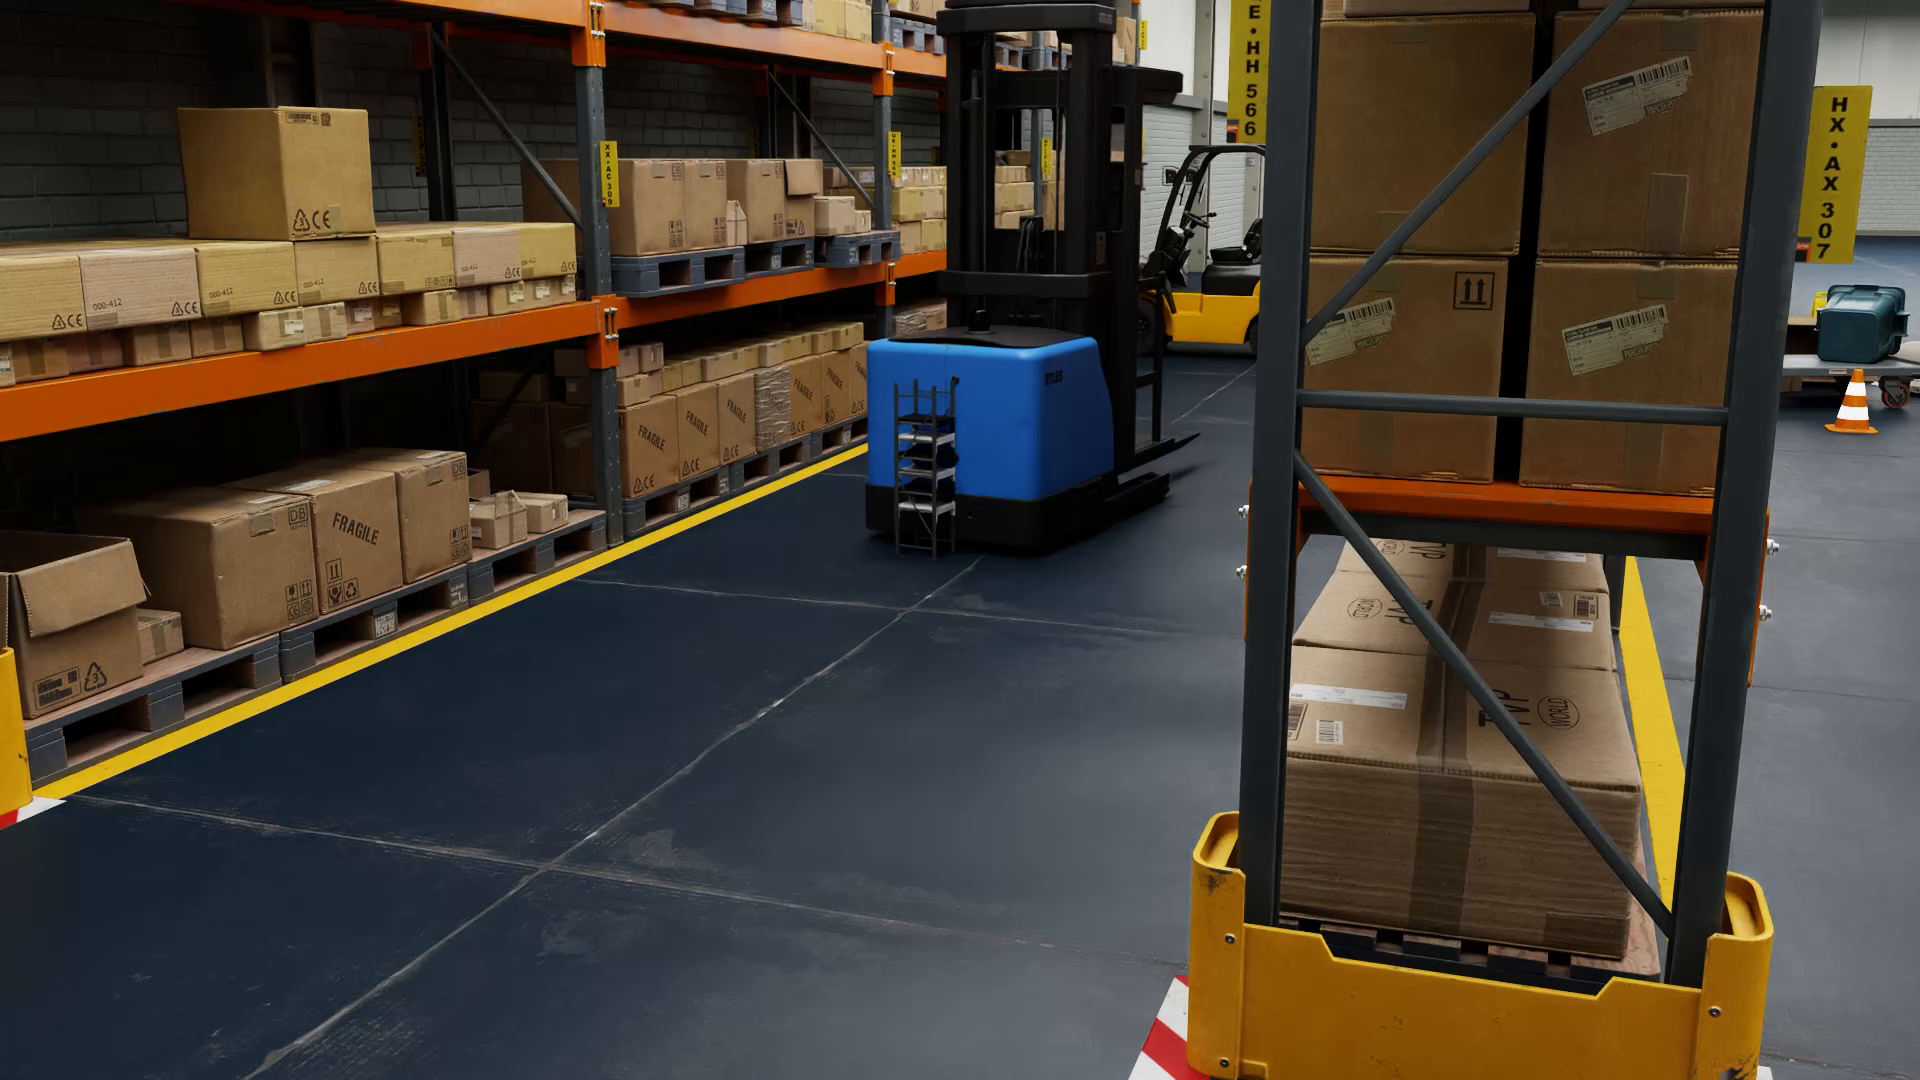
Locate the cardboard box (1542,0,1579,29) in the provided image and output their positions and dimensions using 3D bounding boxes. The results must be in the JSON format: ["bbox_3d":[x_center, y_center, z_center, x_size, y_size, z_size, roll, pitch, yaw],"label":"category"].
[{"bbox_3d":[1.509,-1.232,3.717,0.380,0.149,0.250,5,14,20],"label":"cardboard box"}]

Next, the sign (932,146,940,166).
[{"bbox_3d":[-0.226,-3.648,16.108,0.100,0.325,0.005,4,14,18],"label":"sign"}]

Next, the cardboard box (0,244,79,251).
[{"bbox_3d":[-3.517,-0.918,5.937,0.500,0.250,0.500,4,14,19],"label":"cardboard box"}]

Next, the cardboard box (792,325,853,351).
[{"bbox_3d":[-0.974,-1.426,11.712,0.380,0.149,0.250,4,13,15],"label":"cardboard box"}]

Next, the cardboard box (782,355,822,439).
[{"bbox_3d":[-1.267,-0.972,11.181,0.500,0.500,0.500,5,14,21],"label":"cardboard box"}]

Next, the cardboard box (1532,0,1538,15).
[{"bbox_3d":[1.377,-1.423,4.552,0.380,0.149,0.250,4,14,18],"label":"cardboard box"}]

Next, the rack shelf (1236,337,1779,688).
[{"bbox_3d":[1.762,-0.335,5.332,1.077,0.370,4.000,4,14,18],"label":"rack shelf"}]

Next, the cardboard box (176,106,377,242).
[{"bbox_3d":[-2.696,-1.451,6.587,0.500,0.500,0.500,5,14,20],"label":"cardboard box"}]

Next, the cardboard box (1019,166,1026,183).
[{"bbox_3d":[0.399,-3.425,15.571,0.380,0.149,0.250,5,14,20],"label":"cardboard box"}]

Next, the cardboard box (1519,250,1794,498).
[{"bbox_3d":[1.542,-0.394,3.749,0.500,0.500,0.500,4,14,18],"label":"cardboard box"}]

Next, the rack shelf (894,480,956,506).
[{"bbox_3d":[-0.181,-0.243,8.585,0.258,0.077,0.200,7,14,27],"label":"rack shelf"}]

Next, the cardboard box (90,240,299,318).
[{"bbox_3d":[-2.857,-0.983,6.221,0.500,0.250,0.500,4,13,17],"label":"cardboard box"}]

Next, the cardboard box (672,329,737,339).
[{"bbox_3d":[-1.750,-1.358,11.413,0.380,0.149,0.250,4,13,16],"label":"cardboard box"}]

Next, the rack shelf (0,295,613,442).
[{"bbox_3d":[-2.936,-0.692,6.895,1.077,0.370,4.000,4,14,18],"label":"rack shelf"}]

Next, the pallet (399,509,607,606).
[{"bbox_3d":[-2.512,0.040,8.337,1.003,0.211,1.213,4,14,18],"label":"pallet"}]

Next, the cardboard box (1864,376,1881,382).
[{"bbox_3d":[8.527,-1.618,15.480,0.396,0.266,0.258,7,15,28],"label":"cardboard box"}]

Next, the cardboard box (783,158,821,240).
[{"bbox_3d":[-1.348,-2.204,10.727,0.797,0.503,0.637,4,13,17],"label":"cardboard box"}]

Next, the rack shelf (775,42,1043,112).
[{"bbox_3d":[-0.347,-3.839,13.941,1.077,0.370,4.000,4,14,18],"label":"rack shelf"}]

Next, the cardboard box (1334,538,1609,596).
[{"bbox_3d":[1.815,0.250,5.964,0.875,0.438,0.875,4,13,17],"label":"cardboard box"}]

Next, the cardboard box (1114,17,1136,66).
[{"bbox_3d":[1.681,-5.644,18.842,0.500,0.500,0.500,5,14,20],"label":"cardboard box"}]

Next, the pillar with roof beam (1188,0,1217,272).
[{"bbox_3d":[8.472,-9.050,28.416,9.100,9.000,0.400,4,14,18],"label":"pillar with roof beam"}]

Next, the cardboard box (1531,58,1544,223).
[{"bbox_3d":[1.860,-1.100,4.594,0.500,0.500,0.500,4,14,18],"label":"cardboard box"}]

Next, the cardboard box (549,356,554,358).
[{"bbox_3d":[-2.234,-1.028,9.965,0.380,0.149,0.250,4,13,16],"label":"cardboard box"}]

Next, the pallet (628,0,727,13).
[{"bbox_3d":[-2.011,-2.967,8.926,1.213,0.211,1.003,4,14,18],"label":"pallet"}]

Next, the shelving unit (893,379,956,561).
[{"bbox_3d":[-0.181,-0.363,8.558,0.258,0.900,0.210,7,14,27],"label":"shelving unit"}]

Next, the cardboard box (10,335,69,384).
[{"bbox_3d":[-3.178,-0.605,5.464,0.380,0.149,0.250,5,14,20],"label":"cardboard box"}]

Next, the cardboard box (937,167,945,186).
[{"bbox_3d":[-0.343,-2.940,13.446,0.380,0.149,0.250,5,14,19],"label":"cardboard box"}]

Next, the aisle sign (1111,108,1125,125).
[{"bbox_3d":[1.893,-5.250,19.408,0.394,0.787,0.004,4,14,18],"label":"aisle sign"}]

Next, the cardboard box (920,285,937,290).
[{"bbox_3d":[0.141,-2.084,15.772,0.875,0.625,0.625,5,14,21],"label":"cardboard box"}]

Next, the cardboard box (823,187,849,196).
[{"bbox_3d":[-1.112,-2.591,12.813,0.500,0.250,0.500,5,14,20],"label":"cardboard box"}]

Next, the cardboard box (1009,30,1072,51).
[{"bbox_3d":[0.799,-4.978,16.348,0.500,0.311,0.500,5,14,20],"label":"cardboard box"}]

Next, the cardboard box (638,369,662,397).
[{"bbox_3d":[-1.904,-0.886,9.346,0.380,0.149,0.250,4,13,17],"label":"cardboard box"}]

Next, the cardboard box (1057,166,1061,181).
[{"bbox_3d":[0.792,-3.673,16.656,0.380,0.149,0.250,4,14,18],"label":"cardboard box"}]

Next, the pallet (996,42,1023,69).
[{"bbox_3d":[0.027,-4.331,14.909,0.805,0.209,1.217,4,13,16],"label":"pallet"}]

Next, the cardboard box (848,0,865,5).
[{"bbox_3d":[-0.881,-3.798,11.585,0.380,0.149,0.250,5,14,20],"label":"cardboard box"}]

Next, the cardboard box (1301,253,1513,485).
[{"bbox_3d":[1.021,-0.434,3.925,0.500,0.500,0.500,4,14,19],"label":"cardboard box"}]

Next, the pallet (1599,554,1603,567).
[{"bbox_3d":[2.587,0.085,8.143,1.003,0.211,1.213,4,14,18],"label":"pallet"}]

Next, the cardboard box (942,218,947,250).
[{"bbox_3d":[-0.292,-2.523,13.638,0.500,0.250,0.500,4,13,17],"label":"cardboard box"}]

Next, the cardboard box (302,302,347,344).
[{"bbox_3d":[-2.687,-0.873,6.636,0.380,0.149,0.250,5,14,20],"label":"cardboard box"}]

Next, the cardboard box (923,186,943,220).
[{"bbox_3d":[-0.457,-2.658,13.104,0.500,0.250,0.500,5,14,20],"label":"cardboard box"}]

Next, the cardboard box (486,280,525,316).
[{"bbox_3d":[-2.278,-1.143,7.819,0.380,0.149,0.250,5,14,20],"label":"cardboard box"}]

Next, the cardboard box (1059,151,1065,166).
[{"bbox_3d":[0.937,-3.867,16.837,0.380,0.149,0.250,5,14,20],"label":"cardboard box"}]

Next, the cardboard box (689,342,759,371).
[{"bbox_3d":[-1.498,-1.161,10.548,0.380,0.149,0.250,4,14,19],"label":"cardboard box"}]

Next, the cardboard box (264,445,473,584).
[{"bbox_3d":[-2.646,-0.125,7.469,0.700,0.500,0.500,4,13,16],"label":"cardboard box"}]

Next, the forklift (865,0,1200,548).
[{"bbox_3d":[0.615,-1.669,9.712,1.130,2.935,3.031,7,14,27],"label":"forklift"}]

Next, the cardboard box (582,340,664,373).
[{"bbox_3d":[-1.882,-1.026,9.288,0.380,0.149,0.250,4,13,16],"label":"cardboard box"}]

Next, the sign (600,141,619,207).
[{"bbox_3d":[-1.773,-1.848,8.399,0.100,0.325,0.005,4,14,18],"label":"sign"}]

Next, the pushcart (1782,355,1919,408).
[{"bbox_3d":[7.171,-1.359,14.096,1.648,0.377,0.936,0,13,-1],"label":"pushcart"}]

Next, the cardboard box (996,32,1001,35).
[{"bbox_3d":[0.048,-4.489,14.205,0.500,0.311,0.500,4,13,16],"label":"cardboard box"}]

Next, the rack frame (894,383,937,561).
[{"bbox_3d":[-0.227,-0.343,8.470,0.240,0.900,0.006,7,14,27],"label":"rack frame"}]

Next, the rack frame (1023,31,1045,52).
[{"bbox_3d":[0.300,-6.073,15.372,1.000,3.000,0.127,4,14,18],"label":"rack frame"}]
